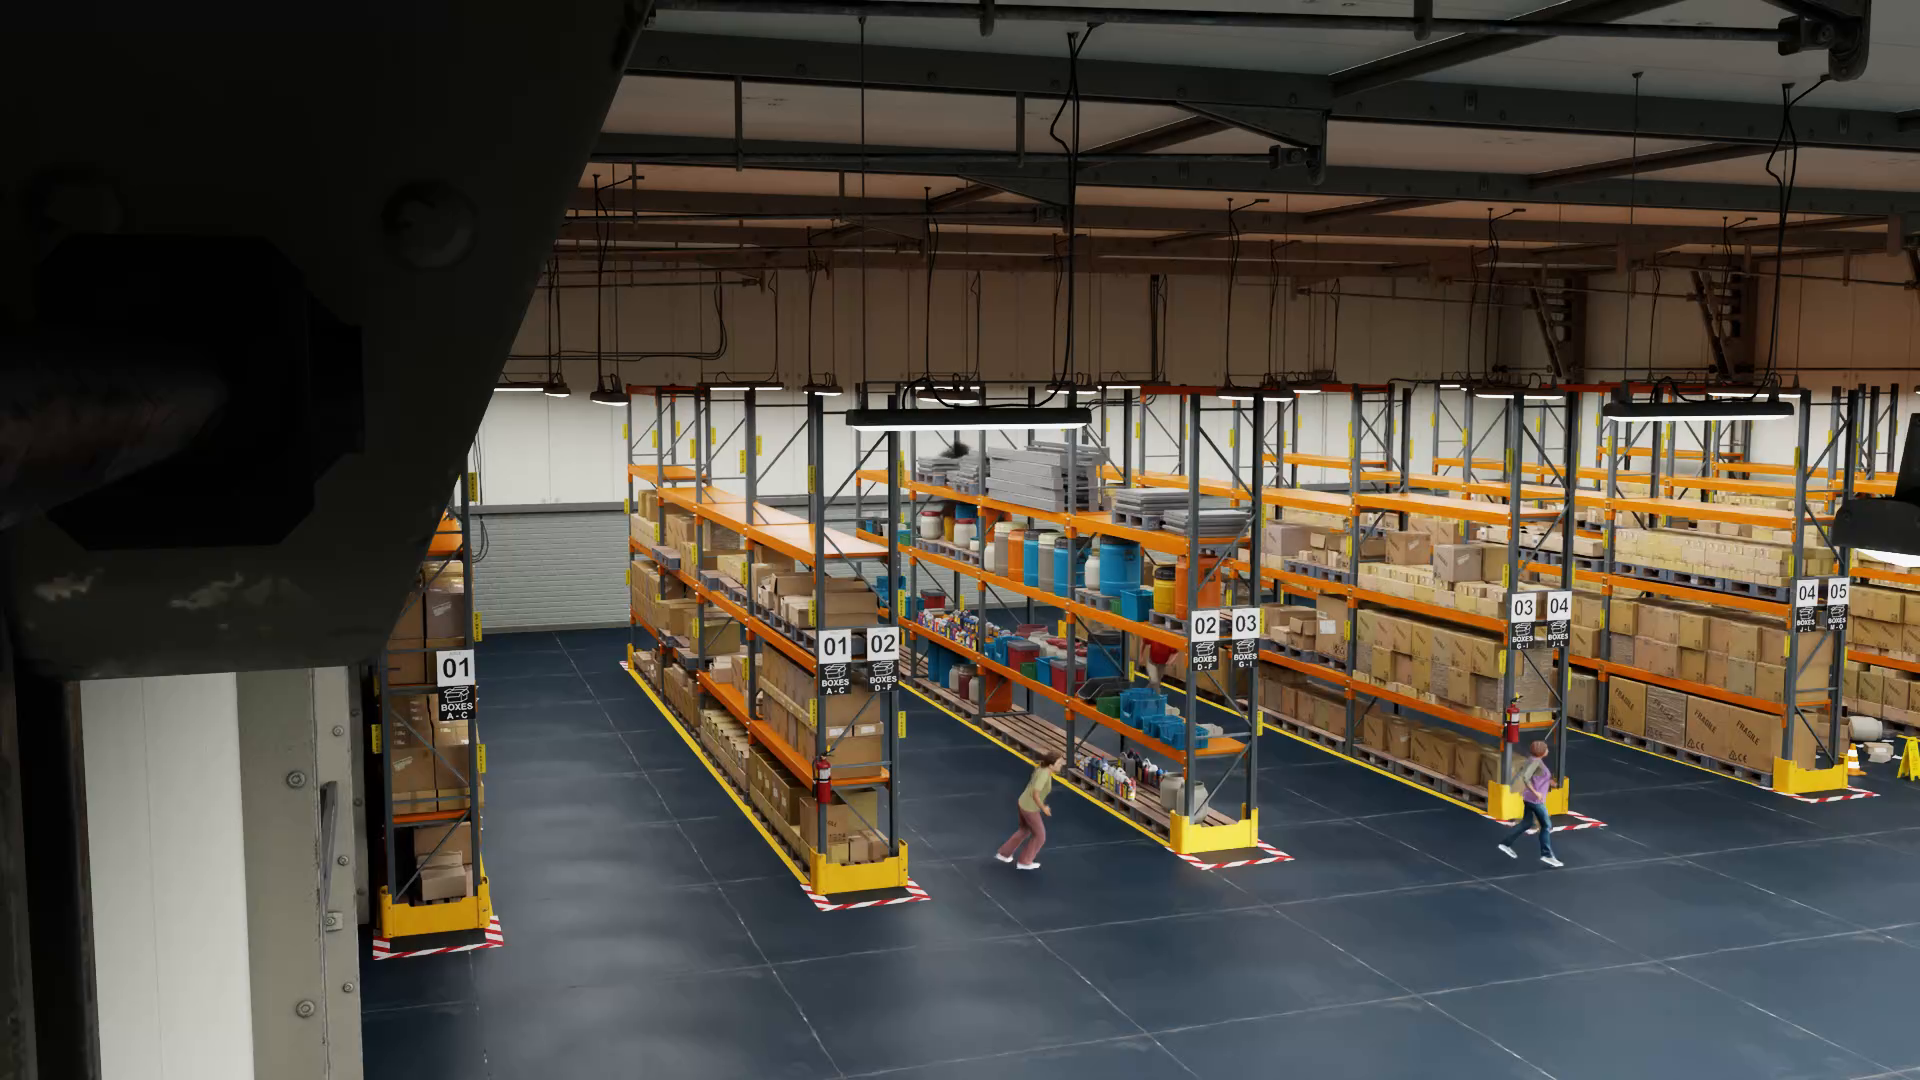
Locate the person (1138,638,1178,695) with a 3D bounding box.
[{"bbox_3d":[3.670,2.349,30.943,0.674,1.572,1.075,-1,6,-9],"label":"person"}]

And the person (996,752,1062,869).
[{"bbox_3d":[0.863,3.408,21.010,0.816,1.528,0.603,0,6,-3],"label":"person"}]

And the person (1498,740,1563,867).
[{"bbox_3d":[7.282,3.337,21.162,0.788,1.617,0.561,1,6,10],"label":"person"}]

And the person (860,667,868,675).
[{"bbox_3d":[-1.873,2.115,33.045,0.626,1.632,0.591,0,6,3],"label":"person"}]
